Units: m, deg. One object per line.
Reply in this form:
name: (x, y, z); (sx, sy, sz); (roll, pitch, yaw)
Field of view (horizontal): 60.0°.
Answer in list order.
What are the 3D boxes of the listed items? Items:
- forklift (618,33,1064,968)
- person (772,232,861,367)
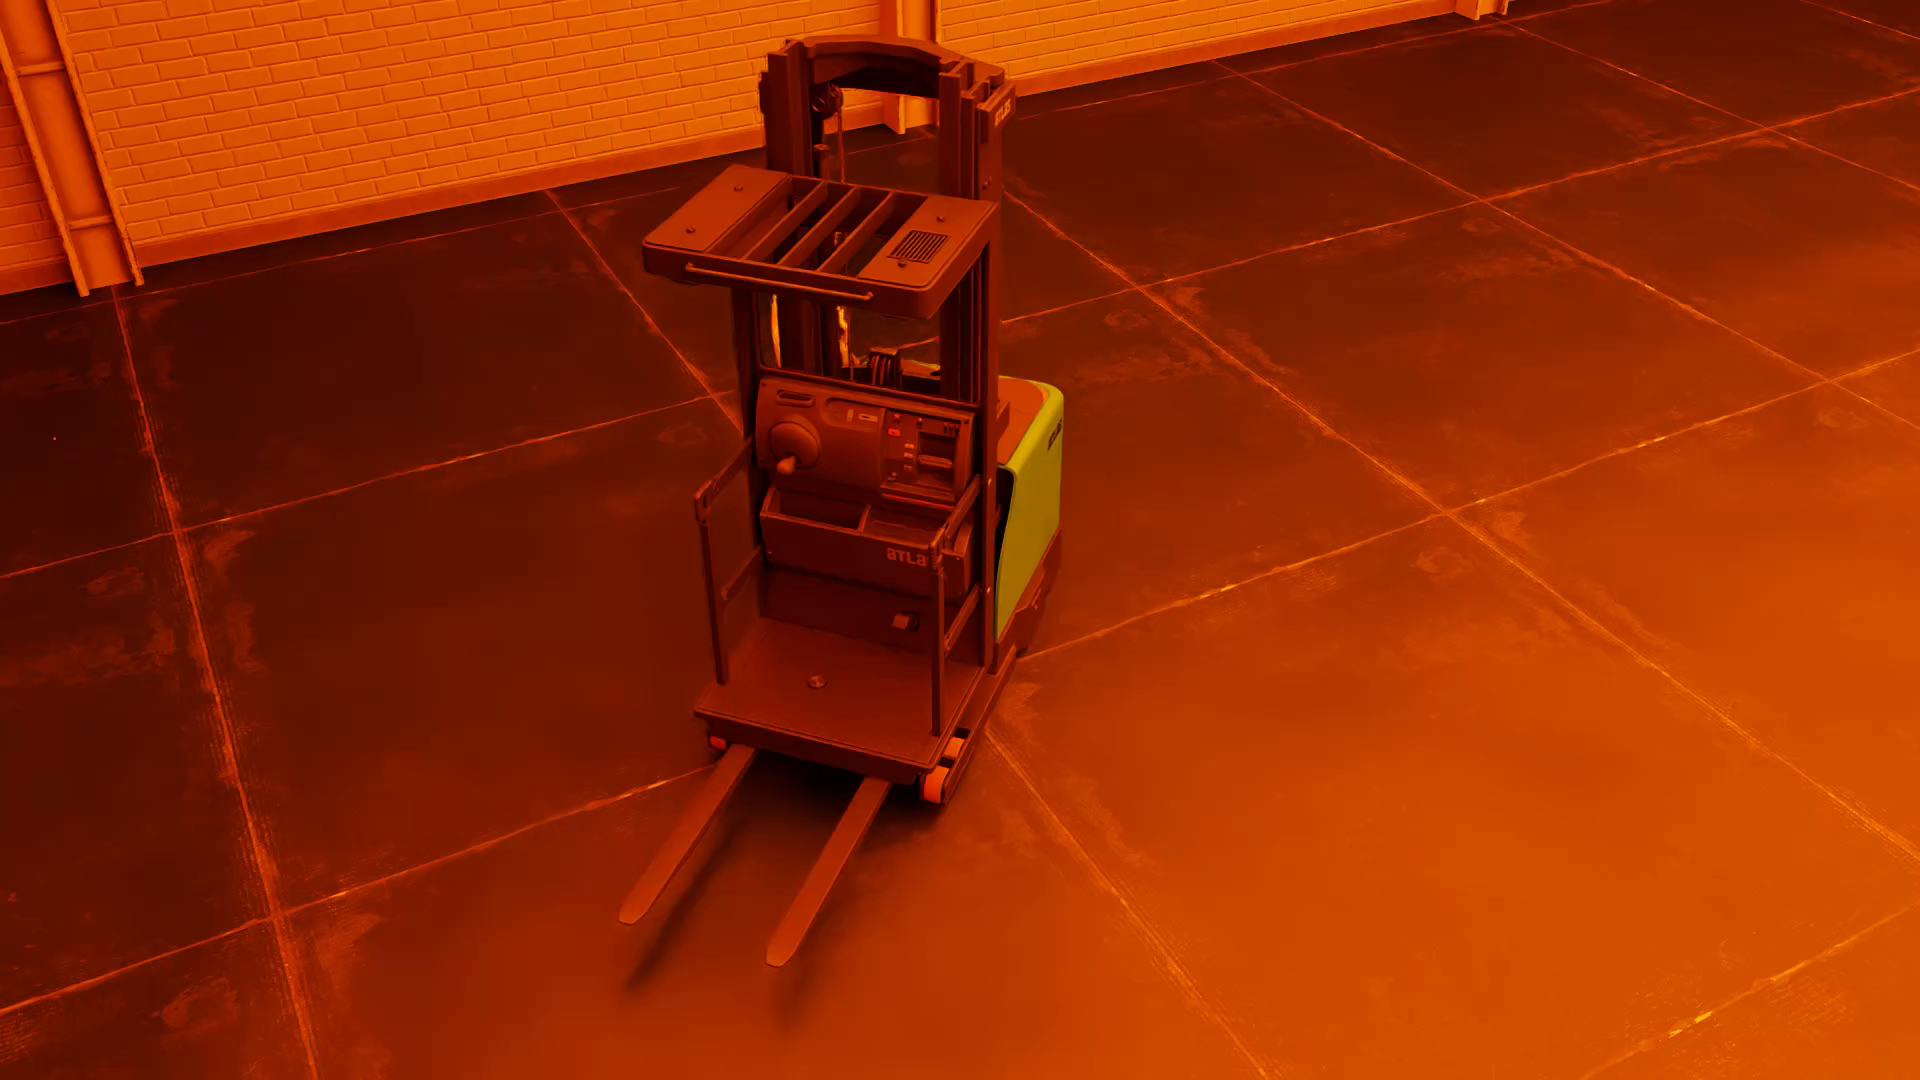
forklift: (-0.467, -0.342, 6.606); (1.130, 2.935, 3.031); (12, 37, 16)
person: (-0.673, -0.965, 8.617); (0.510, 1.634, 0.720); (9, 36, 13)
